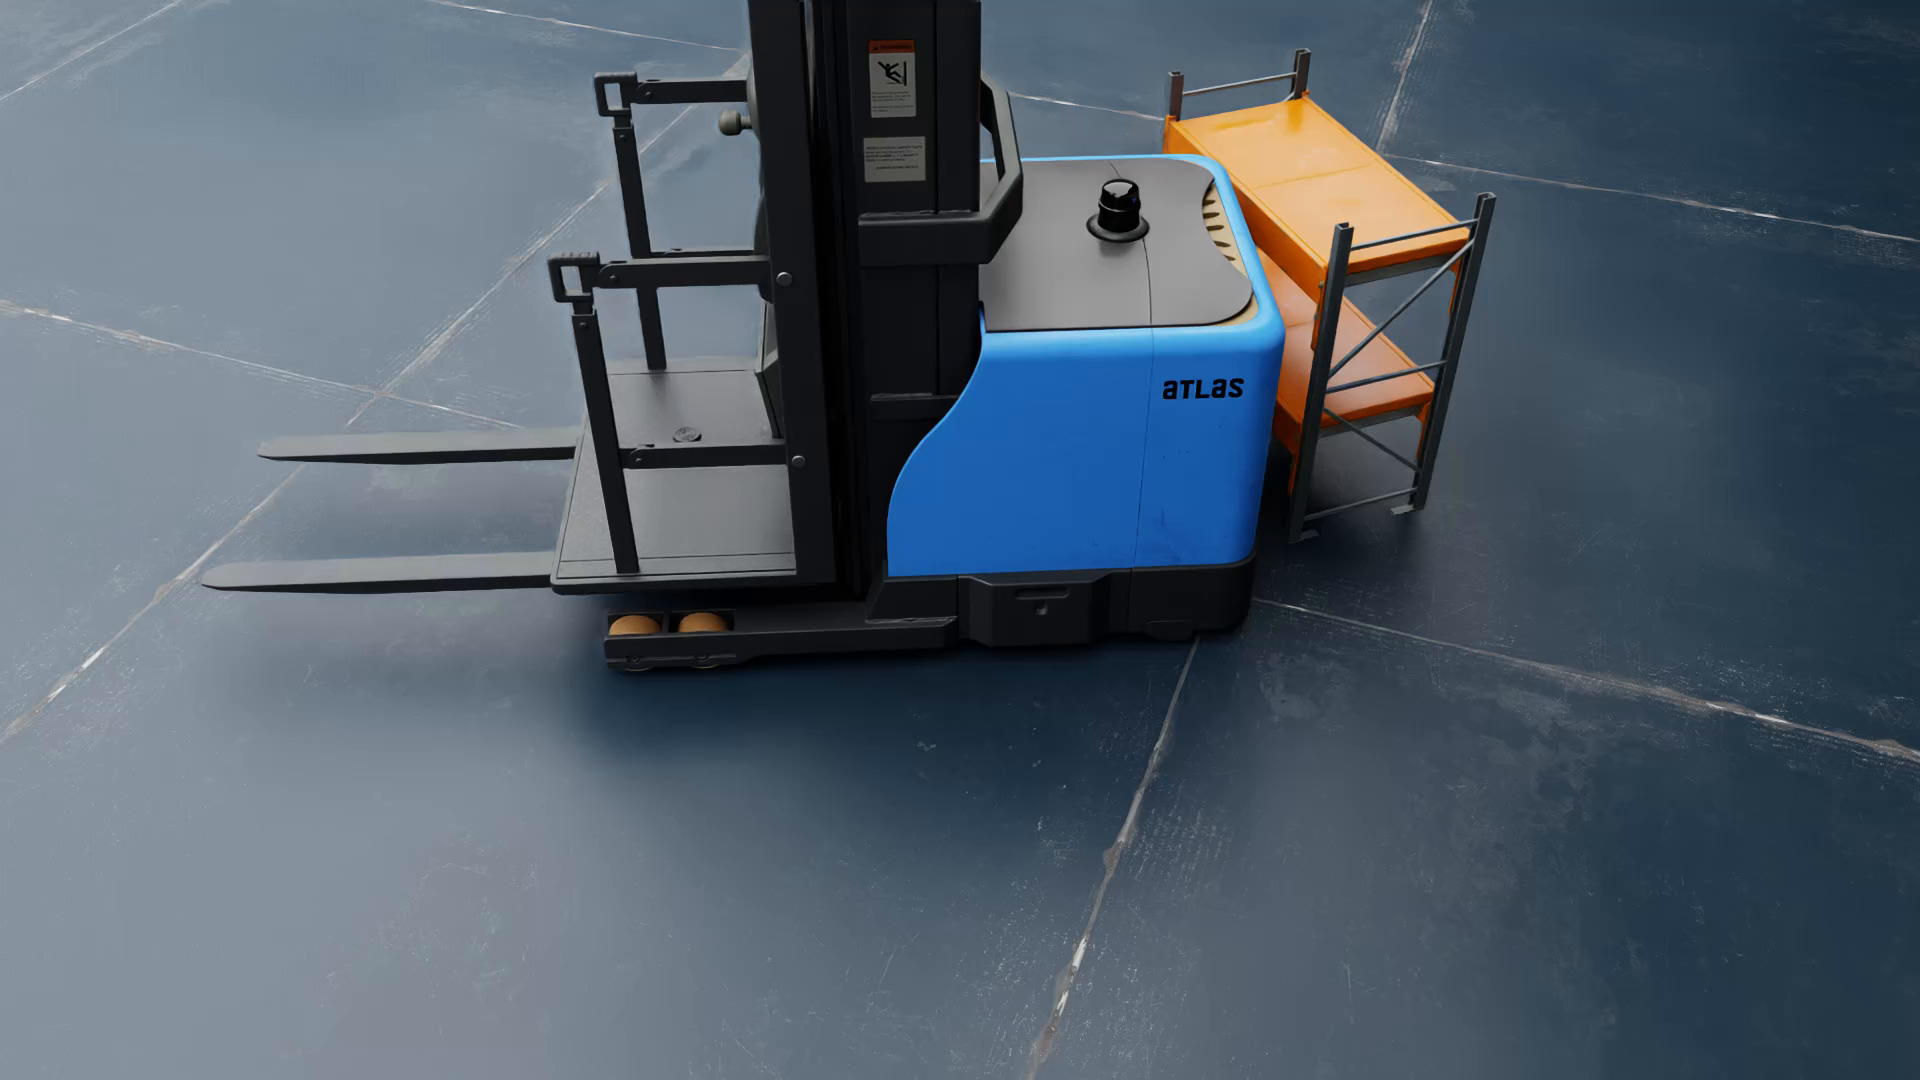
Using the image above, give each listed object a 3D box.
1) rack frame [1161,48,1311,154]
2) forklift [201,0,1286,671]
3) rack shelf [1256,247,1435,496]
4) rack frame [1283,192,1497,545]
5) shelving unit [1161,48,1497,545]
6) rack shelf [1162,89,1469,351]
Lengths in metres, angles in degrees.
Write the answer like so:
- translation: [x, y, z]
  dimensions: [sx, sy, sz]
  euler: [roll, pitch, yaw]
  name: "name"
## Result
- translation: [0.895, -1.097, 5.668]
  dimensions: [0.500, 1.125, 0.032]
  euler: [-14, 42, -16]
  name: "rack frame"
- translation: [-0.682, -1.090, 4.269]
  dimensions: [3.031, 2.935, 1.130]
  euler: [-2, 41, -2]
  name: "forklift"
- translation: [1.078, -0.603, 5.466]
  dimensions: [0.538, 0.278, 1.000]
  euler: [-14, 42, -16]
  name: "rack shelf"
- translation: [1.260, -0.481, 4.946]
  dimensions: [0.500, 1.125, 0.032]
  euler: [-14, 42, -16]
  name: "rack frame"
- translation: [1.078, -0.789, 5.307]
  dimensions: [0.538, 1.125, 1.048]
  euler: [-14, 42, -16]
  name: "shelving unit"
- translation: [1.077, -1.011, 5.117]
  dimensions: [0.538, 0.278, 1.000]
  euler: [-14, 42, -16]
  name: "rack shelf"
